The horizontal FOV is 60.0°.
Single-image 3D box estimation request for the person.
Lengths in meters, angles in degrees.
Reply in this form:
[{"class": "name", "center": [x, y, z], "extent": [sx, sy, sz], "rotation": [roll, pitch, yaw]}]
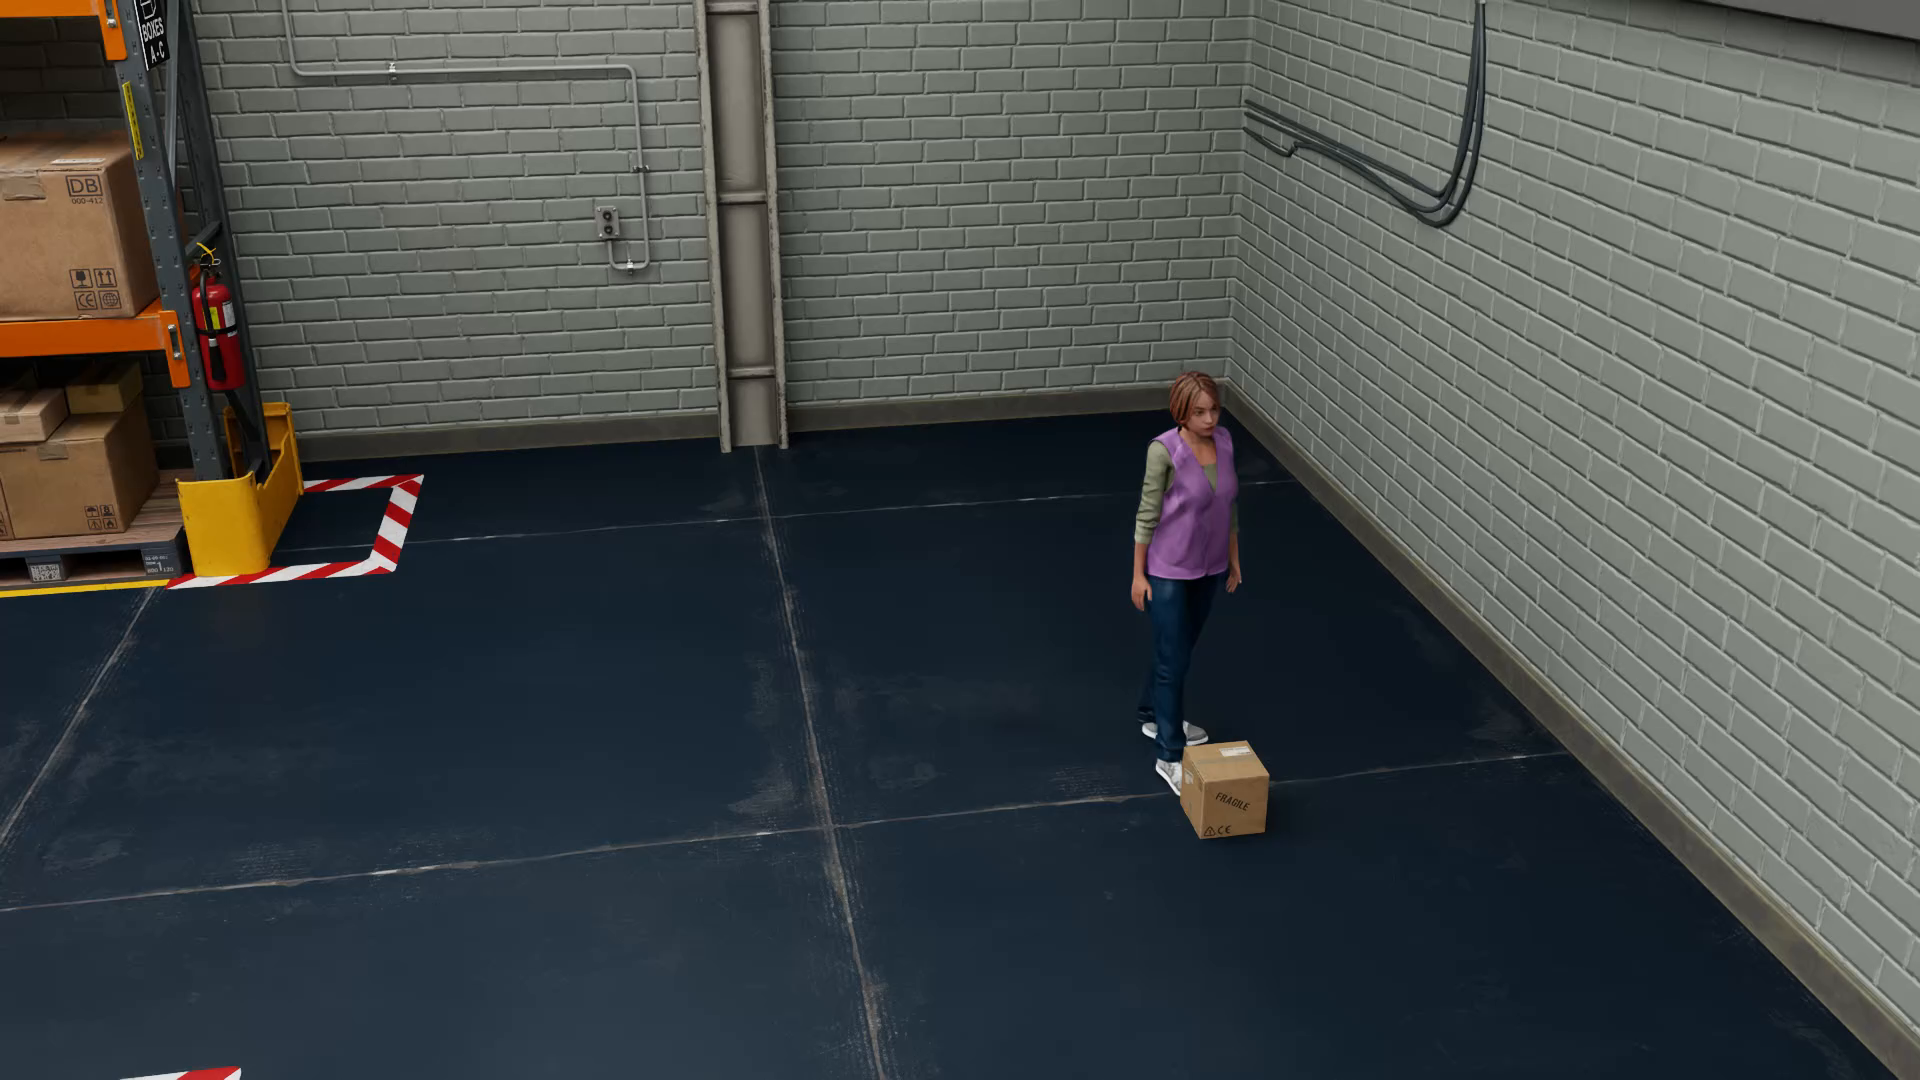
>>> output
[{"class": "person", "center": [0.902, 0.135, 6.286], "extent": [0.453, 1.597, 0.532], "rotation": [-17, 29, -34]}]
